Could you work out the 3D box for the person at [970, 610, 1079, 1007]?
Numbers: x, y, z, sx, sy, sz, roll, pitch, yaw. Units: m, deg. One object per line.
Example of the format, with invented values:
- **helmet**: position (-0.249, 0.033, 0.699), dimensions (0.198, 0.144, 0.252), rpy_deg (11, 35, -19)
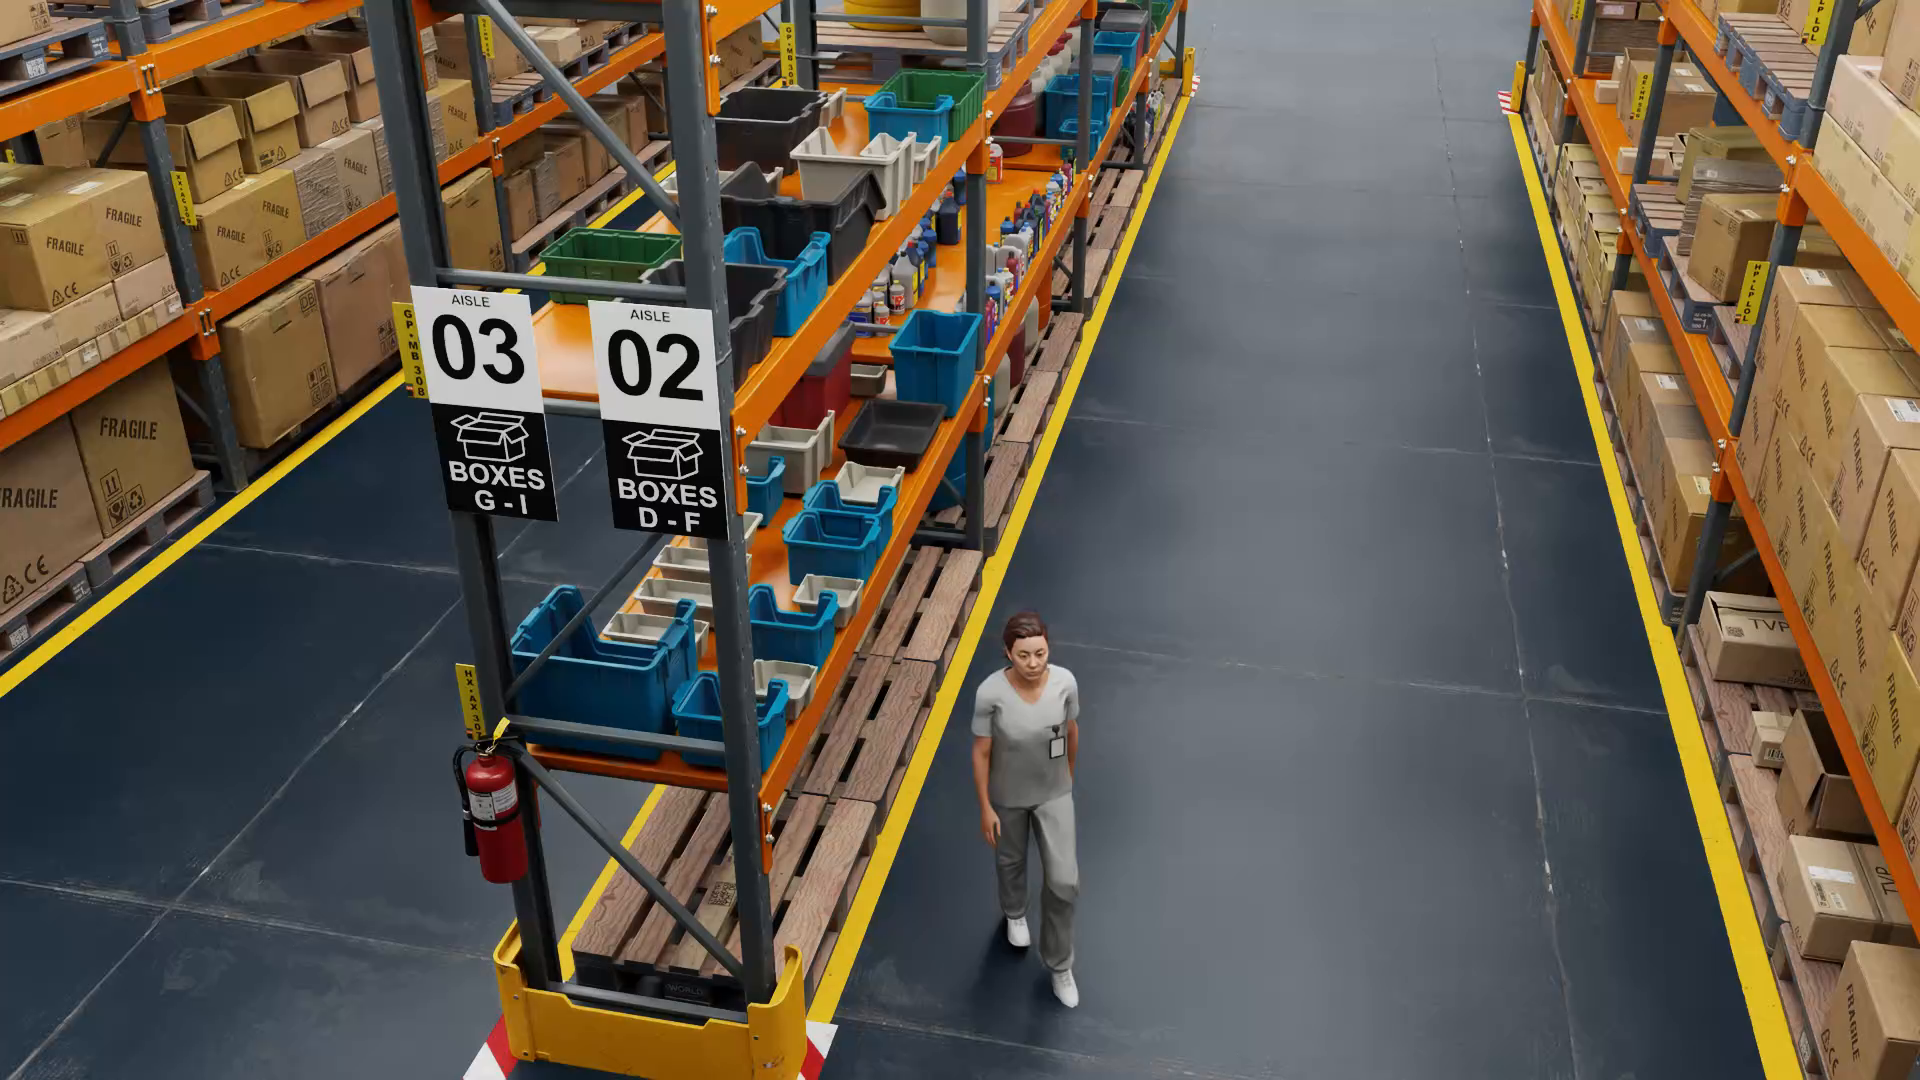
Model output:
- **person**: position (0.266, 1.170, 6.774), dimensions (0.451, 1.459, 0.622), rpy_deg (-3, 29, -5)
